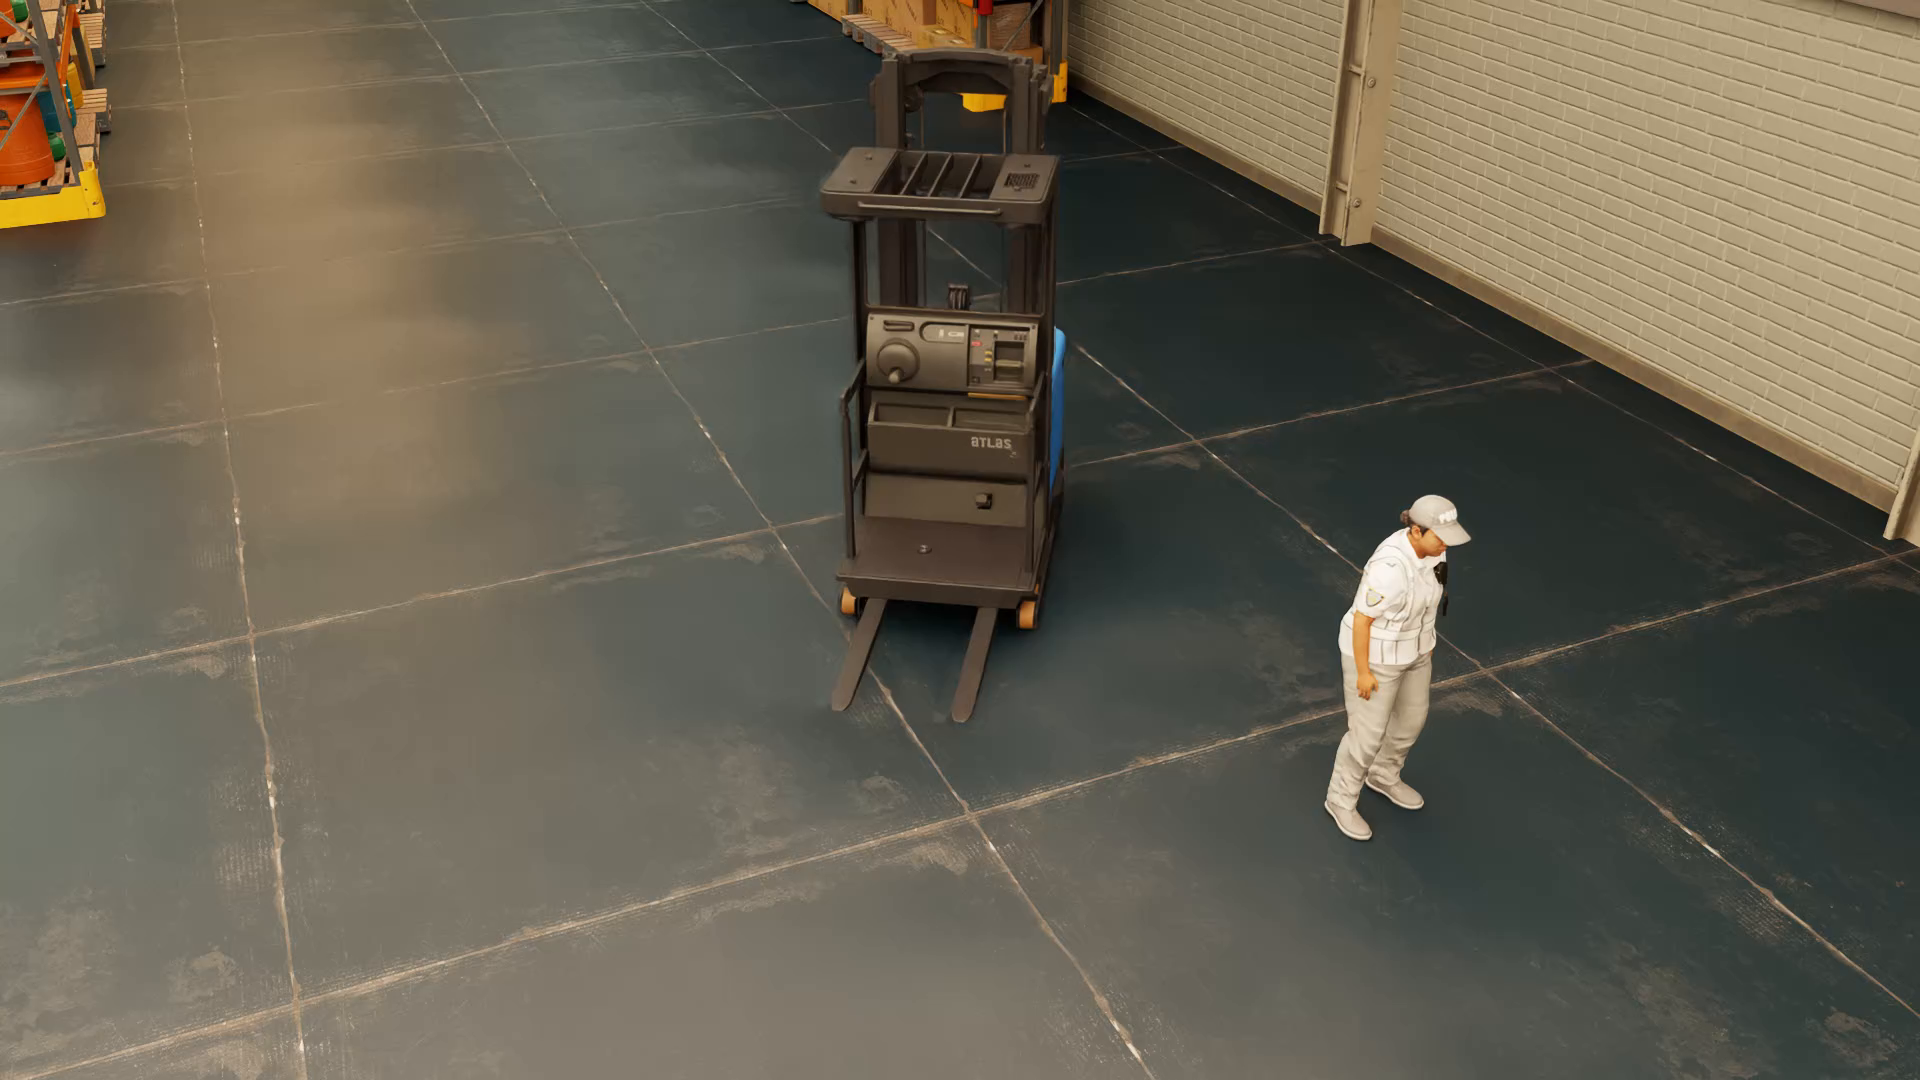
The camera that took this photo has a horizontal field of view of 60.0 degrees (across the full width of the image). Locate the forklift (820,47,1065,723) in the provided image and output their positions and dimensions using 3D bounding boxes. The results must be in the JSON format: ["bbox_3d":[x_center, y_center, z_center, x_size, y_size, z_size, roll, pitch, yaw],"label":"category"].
[{"bbox_3d":[-0.075,-0.963,8.804,1.130,2.935,3.031,4,30,8],"label":"forklift"}]

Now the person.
[{"bbox_3d":[1.952,0.533,7.467,0.553,1.664,0.469,-22,36,-33],"label":"person"}]
